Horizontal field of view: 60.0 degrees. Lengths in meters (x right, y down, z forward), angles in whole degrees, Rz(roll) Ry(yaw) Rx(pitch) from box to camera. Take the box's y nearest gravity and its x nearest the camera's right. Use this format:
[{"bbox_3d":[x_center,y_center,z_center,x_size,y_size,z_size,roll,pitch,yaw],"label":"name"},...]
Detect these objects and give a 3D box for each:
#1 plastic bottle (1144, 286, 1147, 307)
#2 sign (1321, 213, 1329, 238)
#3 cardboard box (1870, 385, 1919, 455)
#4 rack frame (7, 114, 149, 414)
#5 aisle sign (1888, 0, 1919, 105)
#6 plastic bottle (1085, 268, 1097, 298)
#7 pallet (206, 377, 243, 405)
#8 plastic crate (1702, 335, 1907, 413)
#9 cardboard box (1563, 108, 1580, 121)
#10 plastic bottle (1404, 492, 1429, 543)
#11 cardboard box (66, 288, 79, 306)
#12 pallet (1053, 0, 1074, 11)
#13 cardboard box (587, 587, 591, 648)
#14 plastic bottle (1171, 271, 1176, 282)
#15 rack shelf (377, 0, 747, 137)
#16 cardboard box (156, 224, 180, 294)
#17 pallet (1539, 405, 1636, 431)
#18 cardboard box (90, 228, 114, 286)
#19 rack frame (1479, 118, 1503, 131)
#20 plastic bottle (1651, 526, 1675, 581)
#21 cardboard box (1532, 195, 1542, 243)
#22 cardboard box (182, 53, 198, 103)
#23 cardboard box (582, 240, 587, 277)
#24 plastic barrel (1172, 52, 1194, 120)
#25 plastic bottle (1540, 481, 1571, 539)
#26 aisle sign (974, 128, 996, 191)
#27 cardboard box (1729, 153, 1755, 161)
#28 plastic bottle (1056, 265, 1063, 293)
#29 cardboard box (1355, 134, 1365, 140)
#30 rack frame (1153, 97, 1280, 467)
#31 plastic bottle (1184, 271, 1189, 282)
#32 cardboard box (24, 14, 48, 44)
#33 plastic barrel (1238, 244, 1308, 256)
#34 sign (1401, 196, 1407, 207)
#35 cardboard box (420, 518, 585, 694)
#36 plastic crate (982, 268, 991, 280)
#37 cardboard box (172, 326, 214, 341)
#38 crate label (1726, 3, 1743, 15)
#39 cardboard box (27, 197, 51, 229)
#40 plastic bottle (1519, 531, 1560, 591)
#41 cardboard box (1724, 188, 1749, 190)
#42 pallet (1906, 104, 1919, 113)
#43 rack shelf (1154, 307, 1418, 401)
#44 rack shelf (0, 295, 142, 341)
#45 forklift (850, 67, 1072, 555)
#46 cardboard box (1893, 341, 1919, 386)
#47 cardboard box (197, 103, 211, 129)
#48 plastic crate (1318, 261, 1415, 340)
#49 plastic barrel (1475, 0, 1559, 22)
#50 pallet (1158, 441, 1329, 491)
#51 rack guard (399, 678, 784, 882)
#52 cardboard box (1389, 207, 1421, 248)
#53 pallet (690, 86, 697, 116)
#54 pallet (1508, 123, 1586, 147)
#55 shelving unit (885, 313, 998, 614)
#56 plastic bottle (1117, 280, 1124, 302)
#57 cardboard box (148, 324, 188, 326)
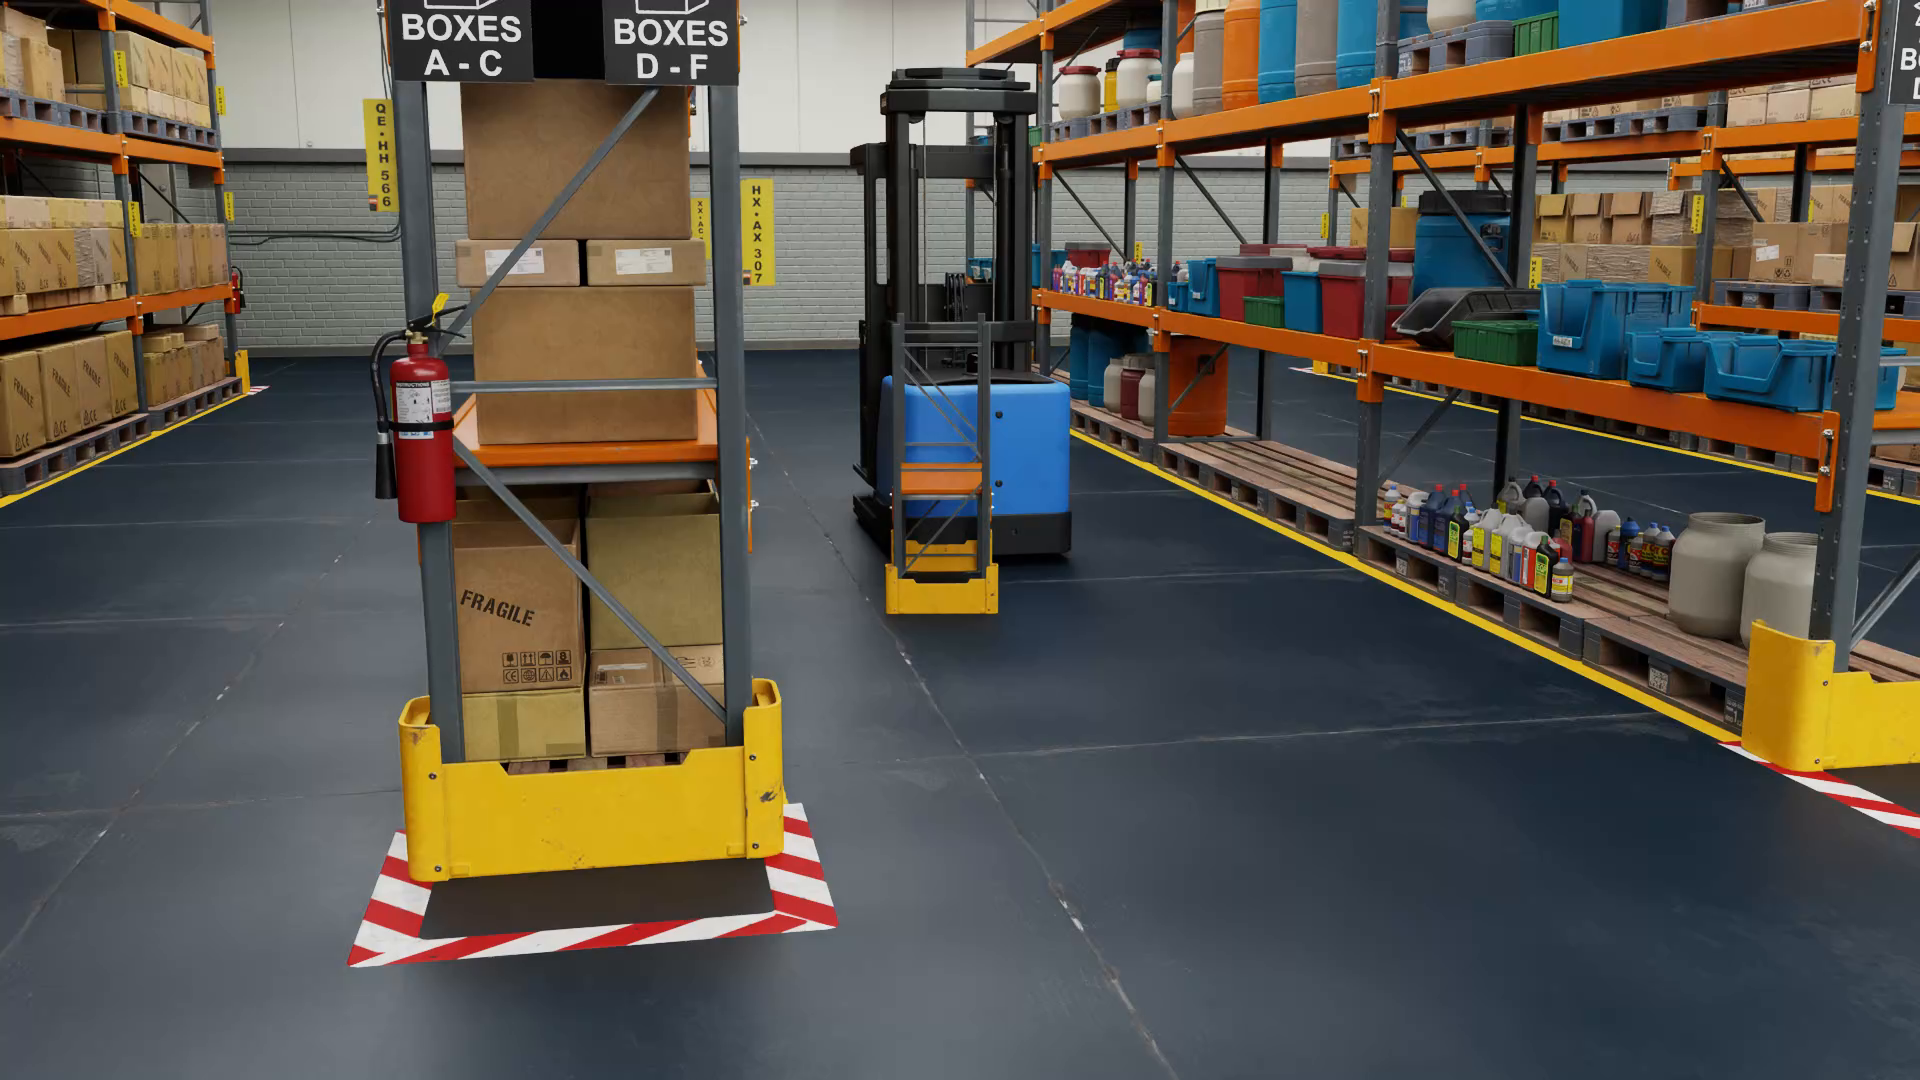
[{"bbox_3d":[1.629,-2.101,14.244,0.097,0.201,0.097,0,11,0],"label":"plastic bottle"},{"bbox_3d":[4.888,-4.211,22.269,0.100,0.325,0.005,-2,11,-11],"label":"sign"},{"bbox_3d":[7.376,-0.959,13.223,0.700,0.500,0.500,-1,11,-6],"label":"cardboard box"},{"bbox_3d":[-8.365,-2.491,15.764,1.000,3.000,0.127,-2,11,-11],"label":"rack frame"},{"bbox_3d":[3.409,-1.904,5.725,0.394,0.787,0.004,-2,11,-11],"label":"aisle sign"},{"bbox_3d":[1.294,-2.480,16.034,0.152,0.276,0.135,-2,11,-11],"label":"plastic bottle"},{"bbox_3d":[-8.911,-1.711,19.124,1.003,0.211,1.213,-2,11,-11],"label":"pallet"},{"bbox_3d":[3.296,-0.659,6.533,0.499,0.251,0.616,-2,11,-11],"label":"plastic crate"},{"bbox_3d":[6.354,-4.310,16.844,0.380,0.149,0.250,-3,11,-13],"label":"cardboard box"},{"bbox_3d":[2.630,-0.130,9.465,0.152,0.276,0.135,-2,11,-9],"label":"plastic bottle"},{"bbox_3d":[-7.818,-2.092,14.282,0.380,0.149,0.250,-2,11,-13],"label":"cardboard box"},{"bbox_3d":[1.544,-5.359,16.360,1.003,0.211,1.213,-2,11,-11],"label":"pallet"},{"bbox_3d":[-1.870,0.311,7.272,0.500,0.250,0.500,-2,11,-11],"label":"cardboard box"},{"bbox_3d":[1.944,-2.439,15.618,0.144,0.351,0.185,-2,11,-11],"label":"plastic bottle"},{"bbox_3d":[-1.562,-1.958,6.865,1.077,0.370,4.000,-2,11,-11],"label":"rack shelf"},{"bbox_3d":[-8.591,-2.873,16.966,0.980,0.700,0.700,-2,11,-12],"label":"cardboard box"},{"bbox_3d":[6.676,-1.299,16.957,1.003,0.211,1.213,-2,11,-11],"label":"pallet"},{"bbox_3d":[-7.919,-2.528,14.839,0.500,0.500,0.500,-2,11,-11],"label":"cardboard box"},{"bbox_3d":[6.211,-5.979,18.042,1.000,3.000,0.127,-2,11,-11],"label":"rack frame"},{"bbox_3d":[3.573,0.067,8.445,0.097,0.271,0.097,0,11,0],"label":"plastic bottle"},{"bbox_3d":[6.343,-3.457,17.886,0.797,0.503,0.637,-2,11,-12],"label":"cardboard box"},{"bbox_3d":[-8.646,-5.032,18.096,0.500,0.500,0.500,-2,11,-9],"label":"cardboard box"},{"bbox_3d":[-1.583,-1.043,6.154,0.380,0.149,0.250,-2,11,-10],"label":"cardboard box"},{"bbox_3d":[1.891,-3.578,13.154,0.421,0.512,0.421,0,11,0],"label":"plastic barrel"},{"bbox_3d":[3.354,-0.157,9.404,0.144,0.351,0.185,-3,11,-14],"label":"plastic bottle"},{"bbox_3d":[0.269,-4.865,21.281,0.394,0.787,0.004,-2,11,-11],"label":"aisle sign"},{"bbox_3d":[10.366,-5.045,21.558,0.500,0.250,0.500,-2,11,-13],"label":"cardboard box"},{"bbox_3d":[1.032,-2.687,17.105,0.061,0.283,0.133,-2,11,-11],"label":"plastic bottle"},{"bbox_3d":[5.587,-5.450,21.629,0.700,0.500,0.500,-3,11,-14],"label":"cardboard box"},{"bbox_3d":[2.131,-2.118,13.803,1.000,3.000,0.127,-2,11,-11],"label":"rack frame"},{"bbox_3d":[2.143,-2.380,15.523,0.097,0.271,0.097,0,11,0],"label":"plastic bottle"},{"bbox_3d":[-8.323,-4.432,14.490,0.500,0.250,0.500,-1,11,-7],"label":"cardboard box"},{"bbox_3d":[2.518,-2.111,13.401,0.600,0.536,0.708,-2,11,-11],"label":"plastic barrel"},{"bbox_3d":[5.968,-4.468,22.418,0.100,0.325,0.005,-2,11,-11],"label":"sign"},{"bbox_3d":[-1.569,0.217,5.759,0.500,0.500,0.500,-2,11,-11],"label":"cardboard box"},{"bbox_3d":[0.413,-3.242,20.251,0.250,0.136,0.298,-2,11,-11],"label":"plastic crate"},{"bbox_3d":[-8.655,-2.334,18.762,0.380,0.149,0.250,-2,11,-9],"label":"cardboard box"},{"bbox_3d":[3.647,-2.407,7.694,0.502,0.251,0.408,-2,11,-11],"label":"crate label"},{"bbox_3d":[-7.629,-2.614,13.286,0.500,0.250,0.500,-2,11,-11],"label":"cardboard box"},{"bbox_3d":[2.877,0.103,8.241,0.152,0.276,0.135,-2,11,-11],"label":"plastic bottle"},{"bbox_3d":[10.329,-4.333,21.704,0.500,0.500,0.500,-2,11,-12],"label":"cardboard box"},{"bbox_3d":[7.547,-3.253,12.246,1.213,0.211,1.003,-2,11,-11],"label":"pallet"},{"bbox_3d":[2.520,-1.398,11.943,1.077,0.370,4.000,-2,11,-11],"label":"rack shelf"},{"bbox_3d":[-7.976,-1.771,13.904,1.077,0.370,4.000,-2,11,-11],"label":"rack shelf"},{"bbox_3d":[-0.123,-1.555,11.029,1.130,2.935,3.031,-2,11,-11],"label":"forklift"},{"bbox_3d":[10.980,-2.027,18.885,0.500,0.500,0.500,-2,11,-9],"label":"cardboard box"},{"bbox_3d":[-8.740,-4.756,18.649,0.500,0.250,0.500,-2,11,-9],"label":"cardboard box"},{"bbox_3d":[2.514,-1.494,10.350,0.402,0.464,0.583,-2,11,-11],"label":"plastic crate"},{"bbox_3d":[2.997,-3.124,8.602,0.600,0.901,0.708,-2,11,-11],"label":"plastic barrel"},{"bbox_3d":[2.243,-0.605,13.309,1.003,0.211,1.213,-2,11,-11],"label":"pallet"},{"bbox_3d":[-1.168,0.761,5.362,1.175,0.500,0.348,-2,11,-11],"label":"rack guard"},{"bbox_3d":[5.466,-3.922,20.880,0.500,0.500,0.500,-2,11,-13],"label":"cardboard box"},{"bbox_3d":[-2.509,-3.198,11.960,1.213,0.211,1.003,-2,11,-8],"label":"pallet"},{"bbox_3d":[6.438,-4.245,17.467,0.805,0.209,1.217,-3,11,-13],"label":"pallet"},{"bbox_3d":[-0.101,-0.453,9.066,0.587,1.500,1.083,0,11,-1],"label":"shelving unit"},{"bbox_3d":[1.471,-2.250,15.029,0.097,0.201,0.097,0,11,0],"label":"plastic bottle"},{"bbox_3d":[-9.129,-2.413,19.179,0.380,0.149,0.250,-2,11,-11],"label":"cardboard box"}]
